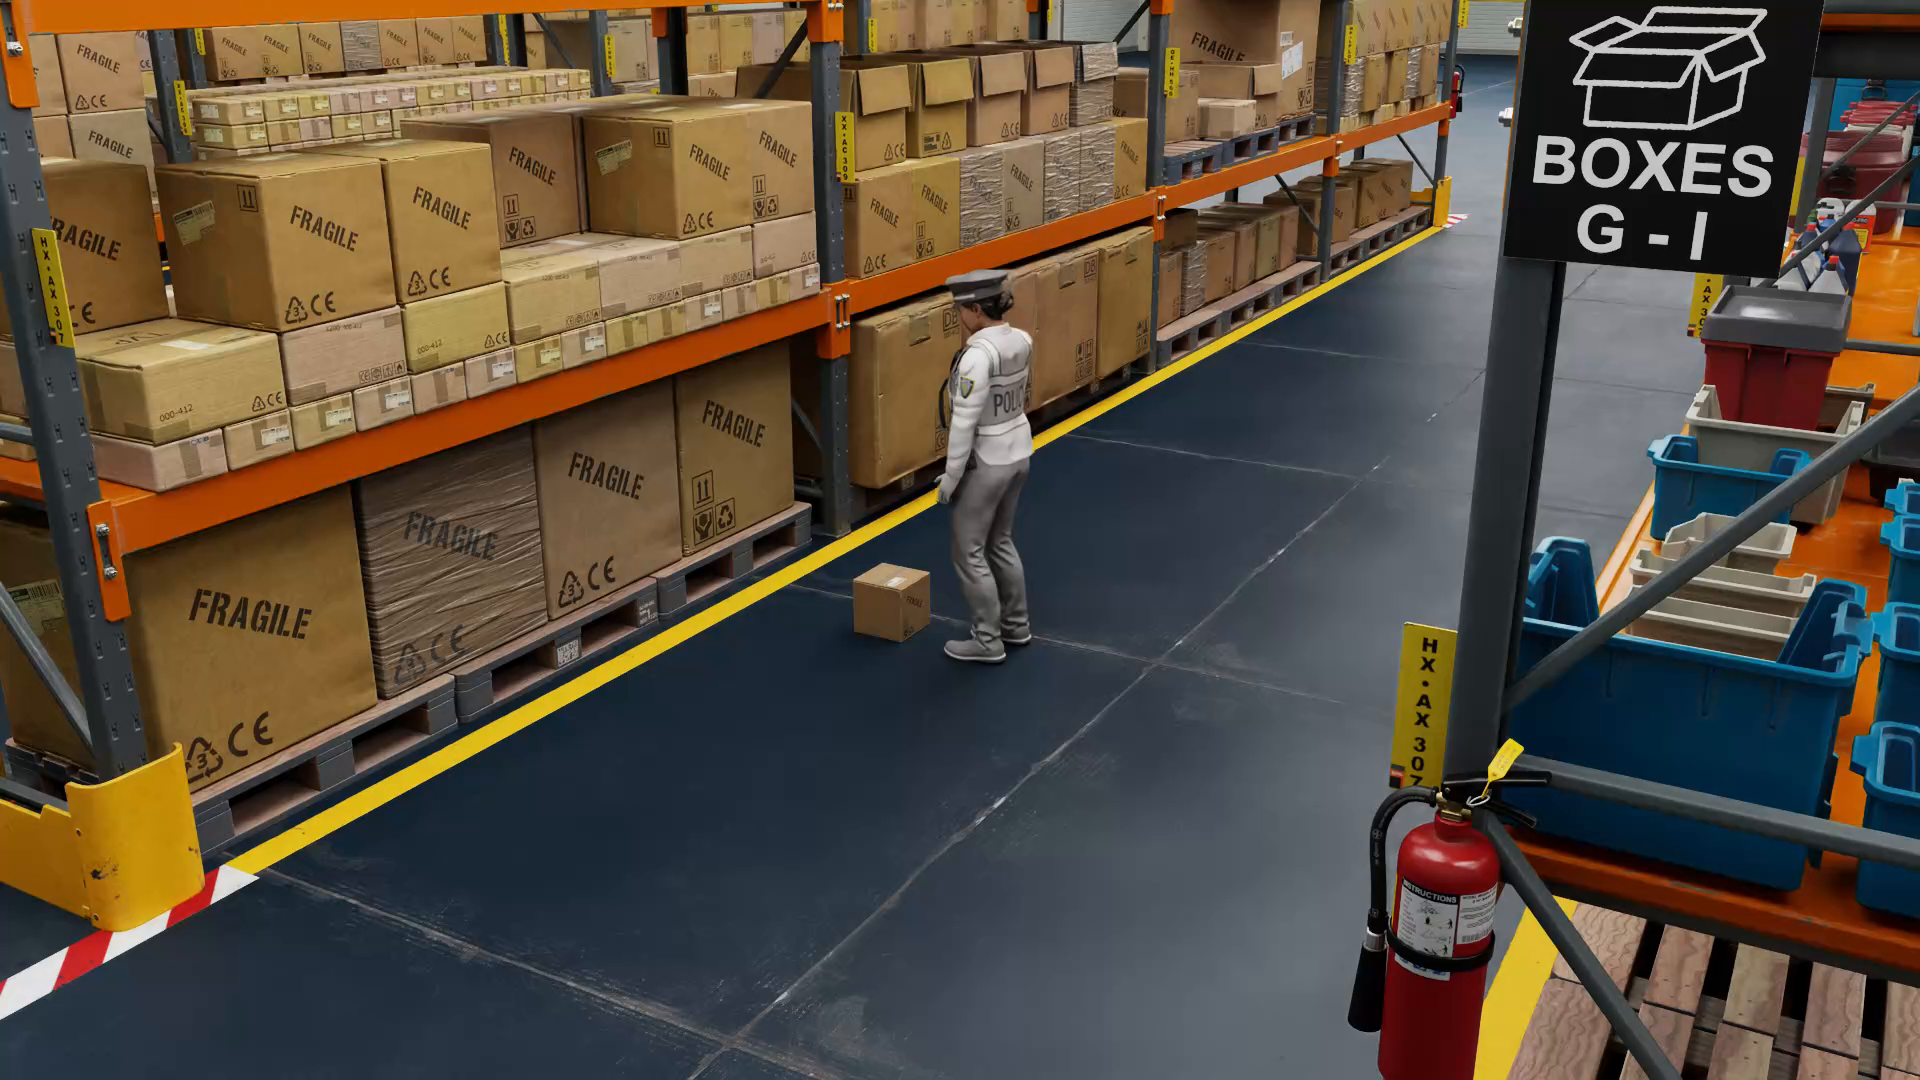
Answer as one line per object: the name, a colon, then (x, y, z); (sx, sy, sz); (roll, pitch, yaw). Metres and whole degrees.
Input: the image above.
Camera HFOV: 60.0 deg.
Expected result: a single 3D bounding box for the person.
person: (0.107, -0.296, 6.923); (0.338, 1.659, 0.476); (11, 22, 29)
